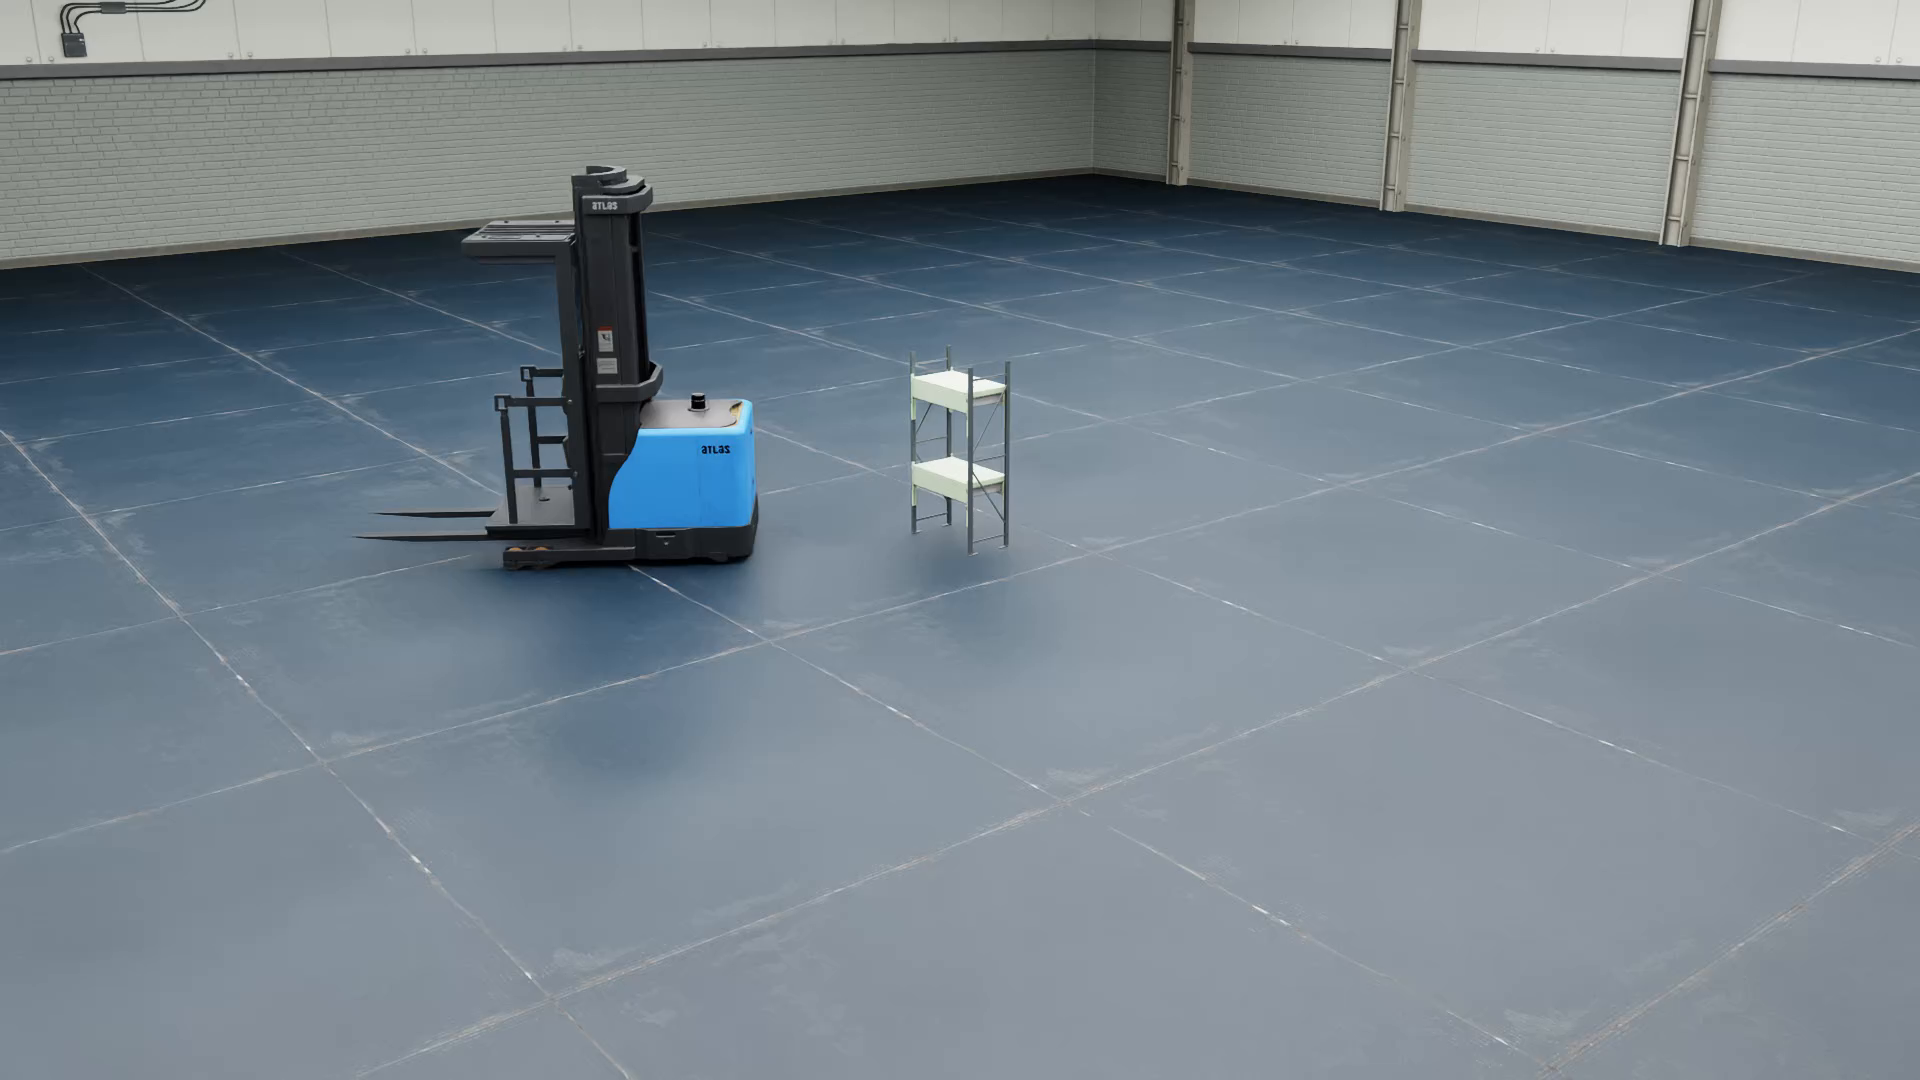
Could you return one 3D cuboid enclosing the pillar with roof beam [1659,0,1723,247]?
[{"bbox_3d":[8.999,-8.550,24.867,9.100,9.000,0.400,-14,23,-36],"label":"pillar with roof beam"}]

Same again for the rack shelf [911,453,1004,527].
[{"bbox_3d":[-0.004,-0.404,13.234,0.431,0.370,0.720,-14,23,-36],"label":"rack shelf"}]

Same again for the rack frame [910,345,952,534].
[{"bbox_3d":[-0.231,-0.804,13.404,0.400,1.500,0.023,-14,23,-36],"label":"rack frame"}]

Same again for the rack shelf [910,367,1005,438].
[{"bbox_3d":[-0.004,-1.084,13.009,0.431,0.370,0.720,-14,23,-36],"label":"rack shelf"}]

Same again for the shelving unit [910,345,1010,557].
[{"bbox_3d":[-0.004,-0.714,13.132,0.431,1.500,0.755,-14,23,-36],"label":"shelving unit"}]

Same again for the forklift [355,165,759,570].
[{"bbox_3d":[-3.142,-1.336,12.734,3.031,2.935,1.130,-1,18,-3],"label":"forklift"}]

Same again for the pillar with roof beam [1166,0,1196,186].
[{"bbox_3d":[1.548,-11.507,33.796,9.100,9.000,0.400,-14,23,-36],"label":"pillar with roof beam"}]

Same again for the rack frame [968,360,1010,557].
[{"bbox_3d":[0.223,-0.623,12.859,0.400,1.500,0.023,-14,23,-36],"label":"rack frame"}]

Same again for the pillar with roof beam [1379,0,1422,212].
[{"bbox_3d":[5.274,-10.028,29.332,9.100,9.000,0.400,-14,23,-36],"label":"pillar with roof beam"}]

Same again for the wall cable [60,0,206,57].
[{"bbox_3d":[-13.111,-10.646,25.788,2.305,6.003,0.169,-14,23,-36],"label":"wall cable"}]
